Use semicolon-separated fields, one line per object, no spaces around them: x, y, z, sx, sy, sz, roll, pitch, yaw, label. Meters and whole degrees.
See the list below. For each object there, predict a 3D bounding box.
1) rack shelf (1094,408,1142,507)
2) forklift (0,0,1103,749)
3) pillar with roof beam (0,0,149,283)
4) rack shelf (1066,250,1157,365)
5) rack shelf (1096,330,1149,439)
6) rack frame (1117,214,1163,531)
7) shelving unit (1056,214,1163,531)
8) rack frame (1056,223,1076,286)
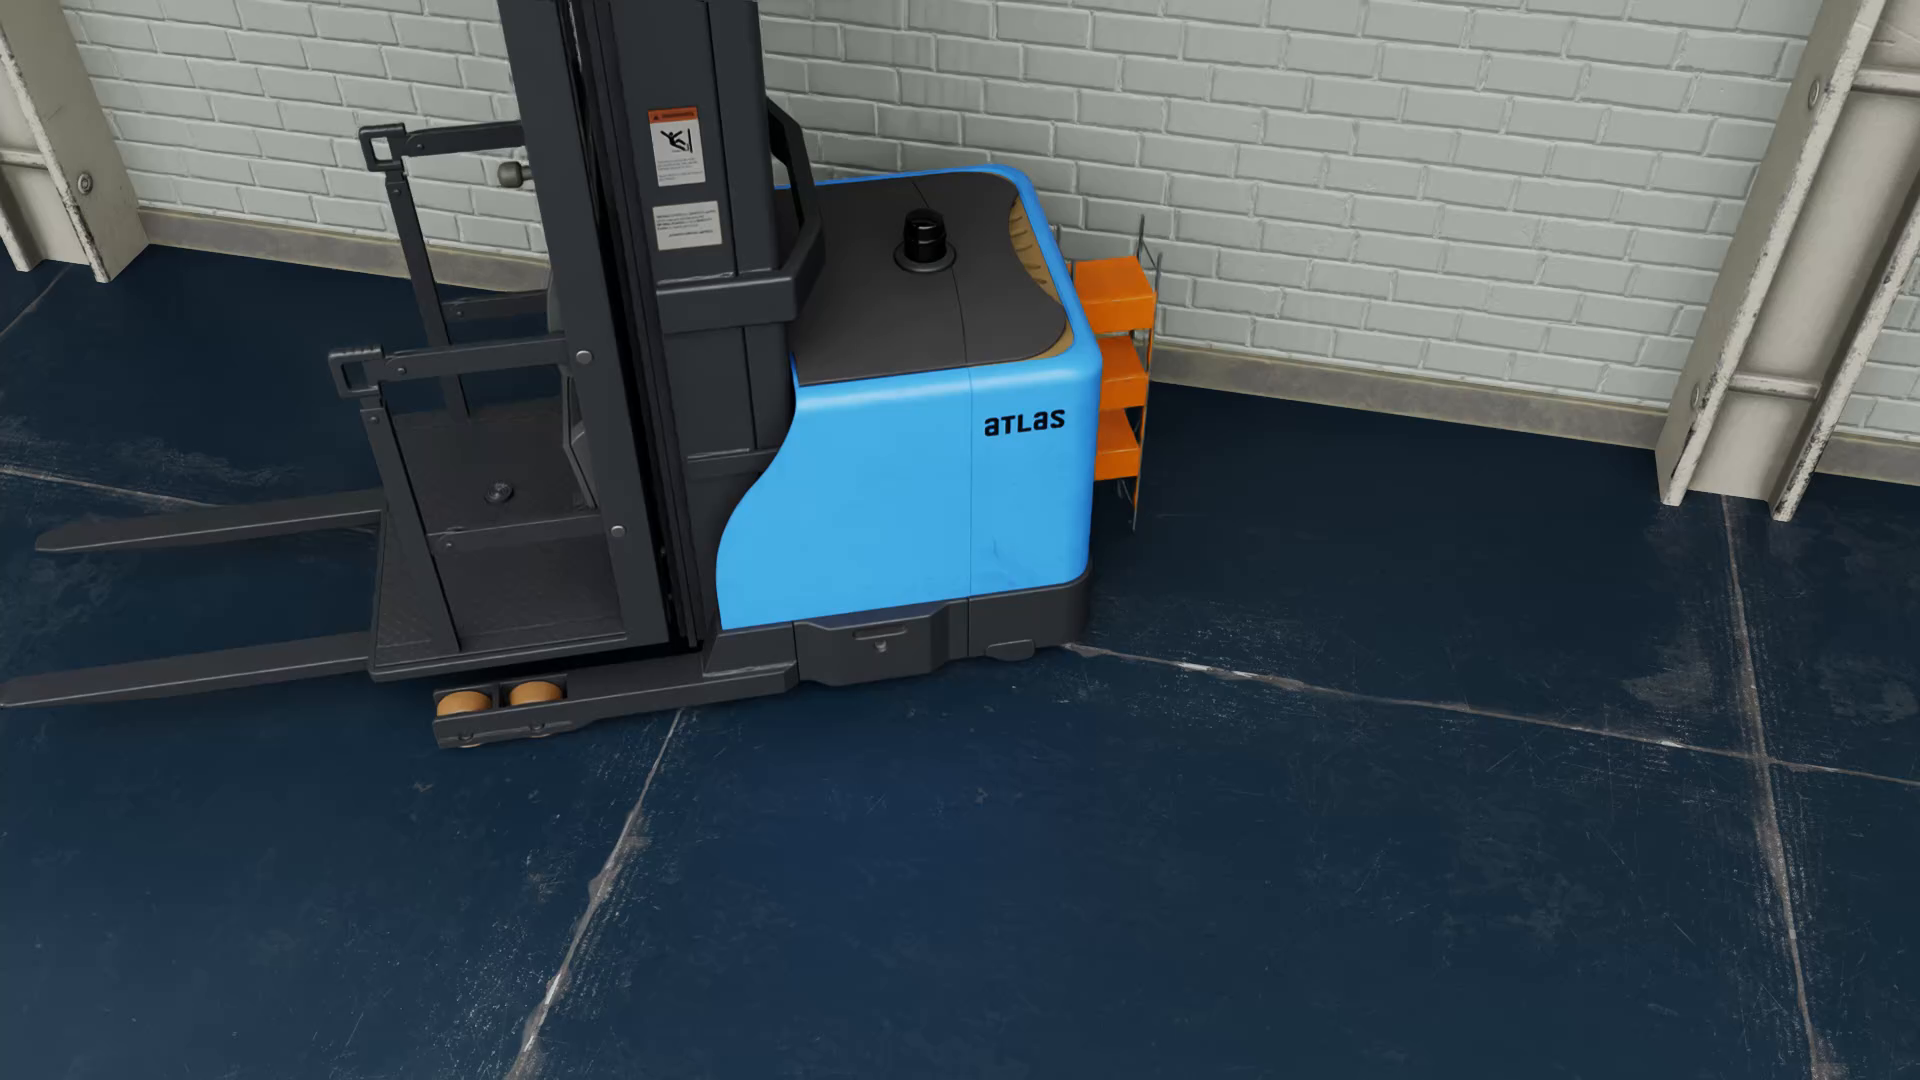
0.413;-0.251;5.170;0.240;0.259;0.215;-8;44;-8;rack shelf
-1.190;-0.875;4.046;3.031;2.935;1.130;-7;44;-8;forklift
-4.301;-1.429;0.246;0.400;9.000;9.100;9;45;9;pillar with roof beam
0.413;-0.656;4.780;0.240;0.259;0.215;-8;44;-8;rack shelf
0.413;-0.451;4.977;0.240;0.259;0.215;-8;44;-8;rack shelf
0.533;-0.475;4.986;0.008;1.050;0.200;-8;44;-8;rack frame
0.413;-0.459;4.970;0.252;1.050;0.215;-8;44;-8;shelving unit
0.293;-0.443;4.953;0.008;1.050;0.200;-8;44;-8;rack frame
